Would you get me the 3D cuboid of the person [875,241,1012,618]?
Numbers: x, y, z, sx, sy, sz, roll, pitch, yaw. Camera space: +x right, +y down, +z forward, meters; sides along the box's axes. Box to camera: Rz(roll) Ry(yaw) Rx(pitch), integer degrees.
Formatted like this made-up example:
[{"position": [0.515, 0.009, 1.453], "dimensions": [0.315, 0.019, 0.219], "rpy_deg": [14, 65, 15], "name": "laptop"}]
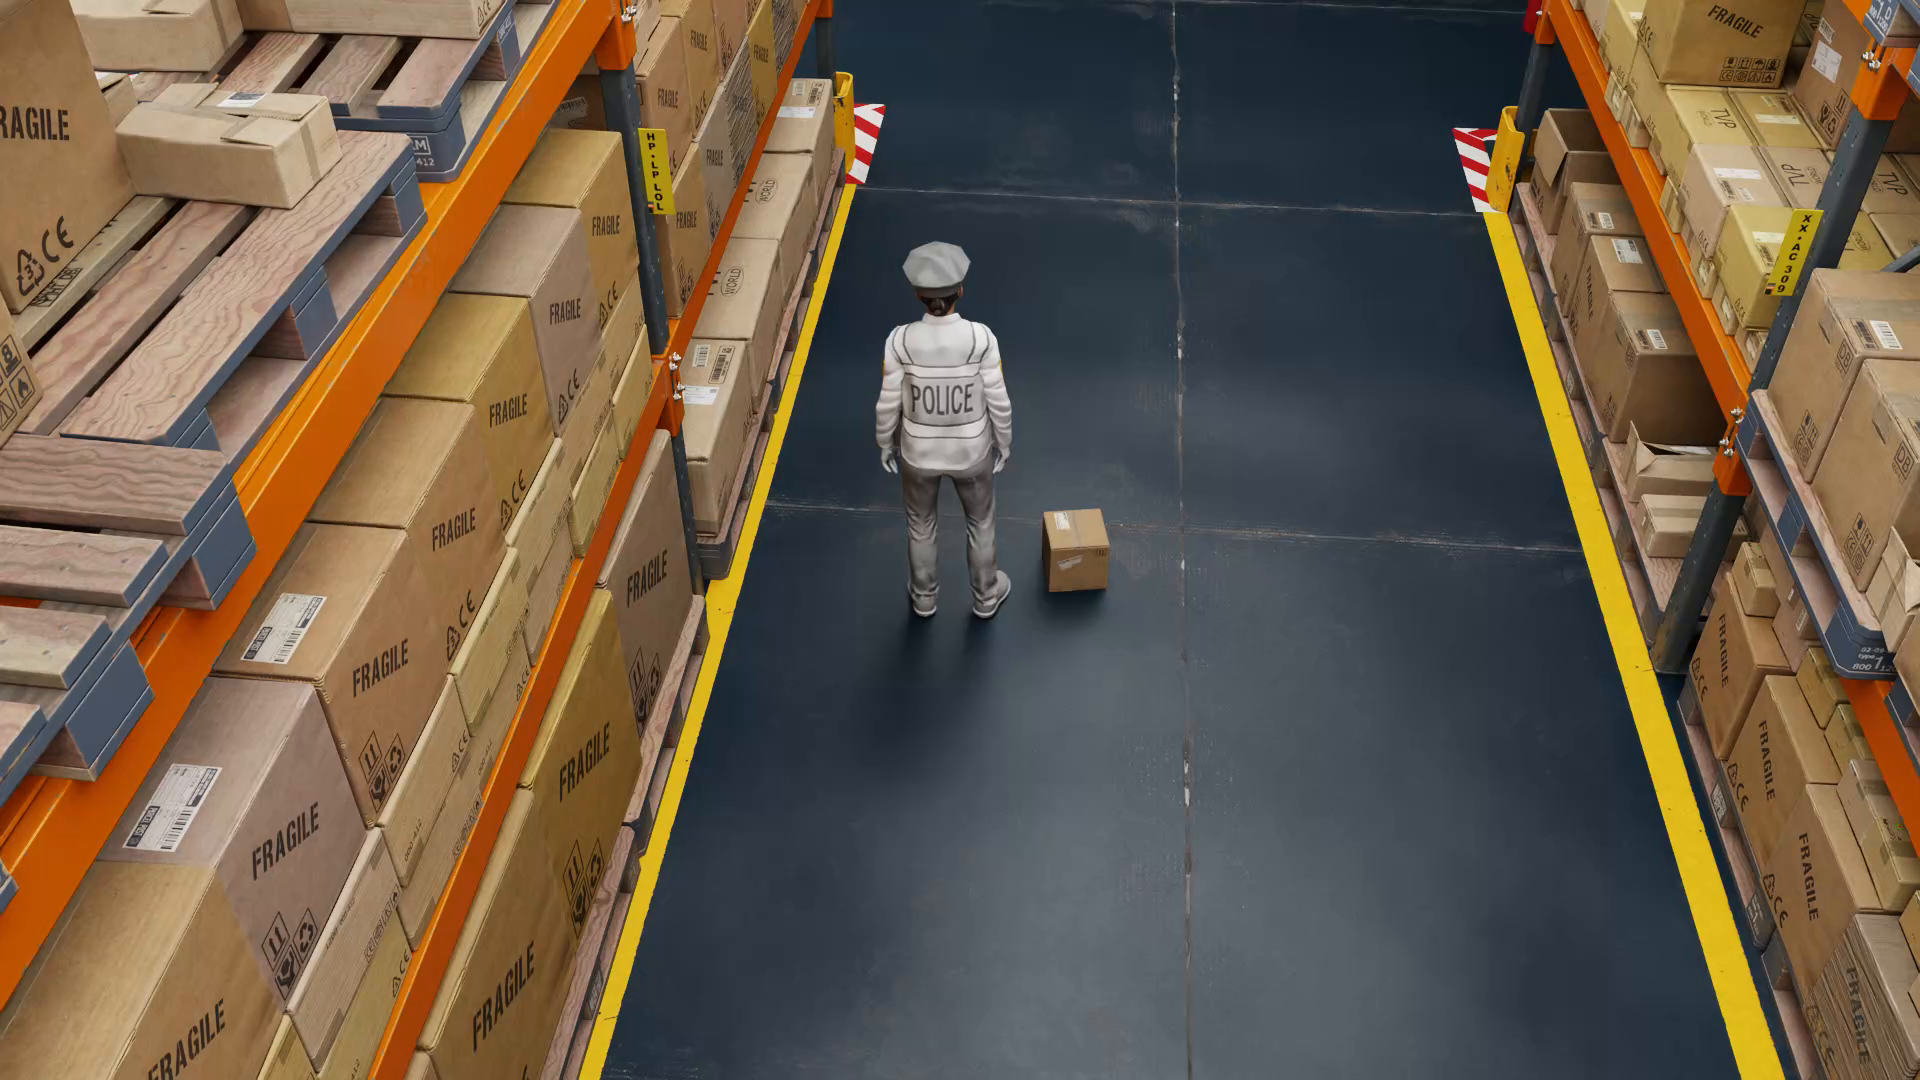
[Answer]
[{"position": [-0.058, -0.378, 6.600], "dimensions": [0.547, 1.663, 0.346], "rpy_deg": [1, 40, 1], "name": "person"}]
